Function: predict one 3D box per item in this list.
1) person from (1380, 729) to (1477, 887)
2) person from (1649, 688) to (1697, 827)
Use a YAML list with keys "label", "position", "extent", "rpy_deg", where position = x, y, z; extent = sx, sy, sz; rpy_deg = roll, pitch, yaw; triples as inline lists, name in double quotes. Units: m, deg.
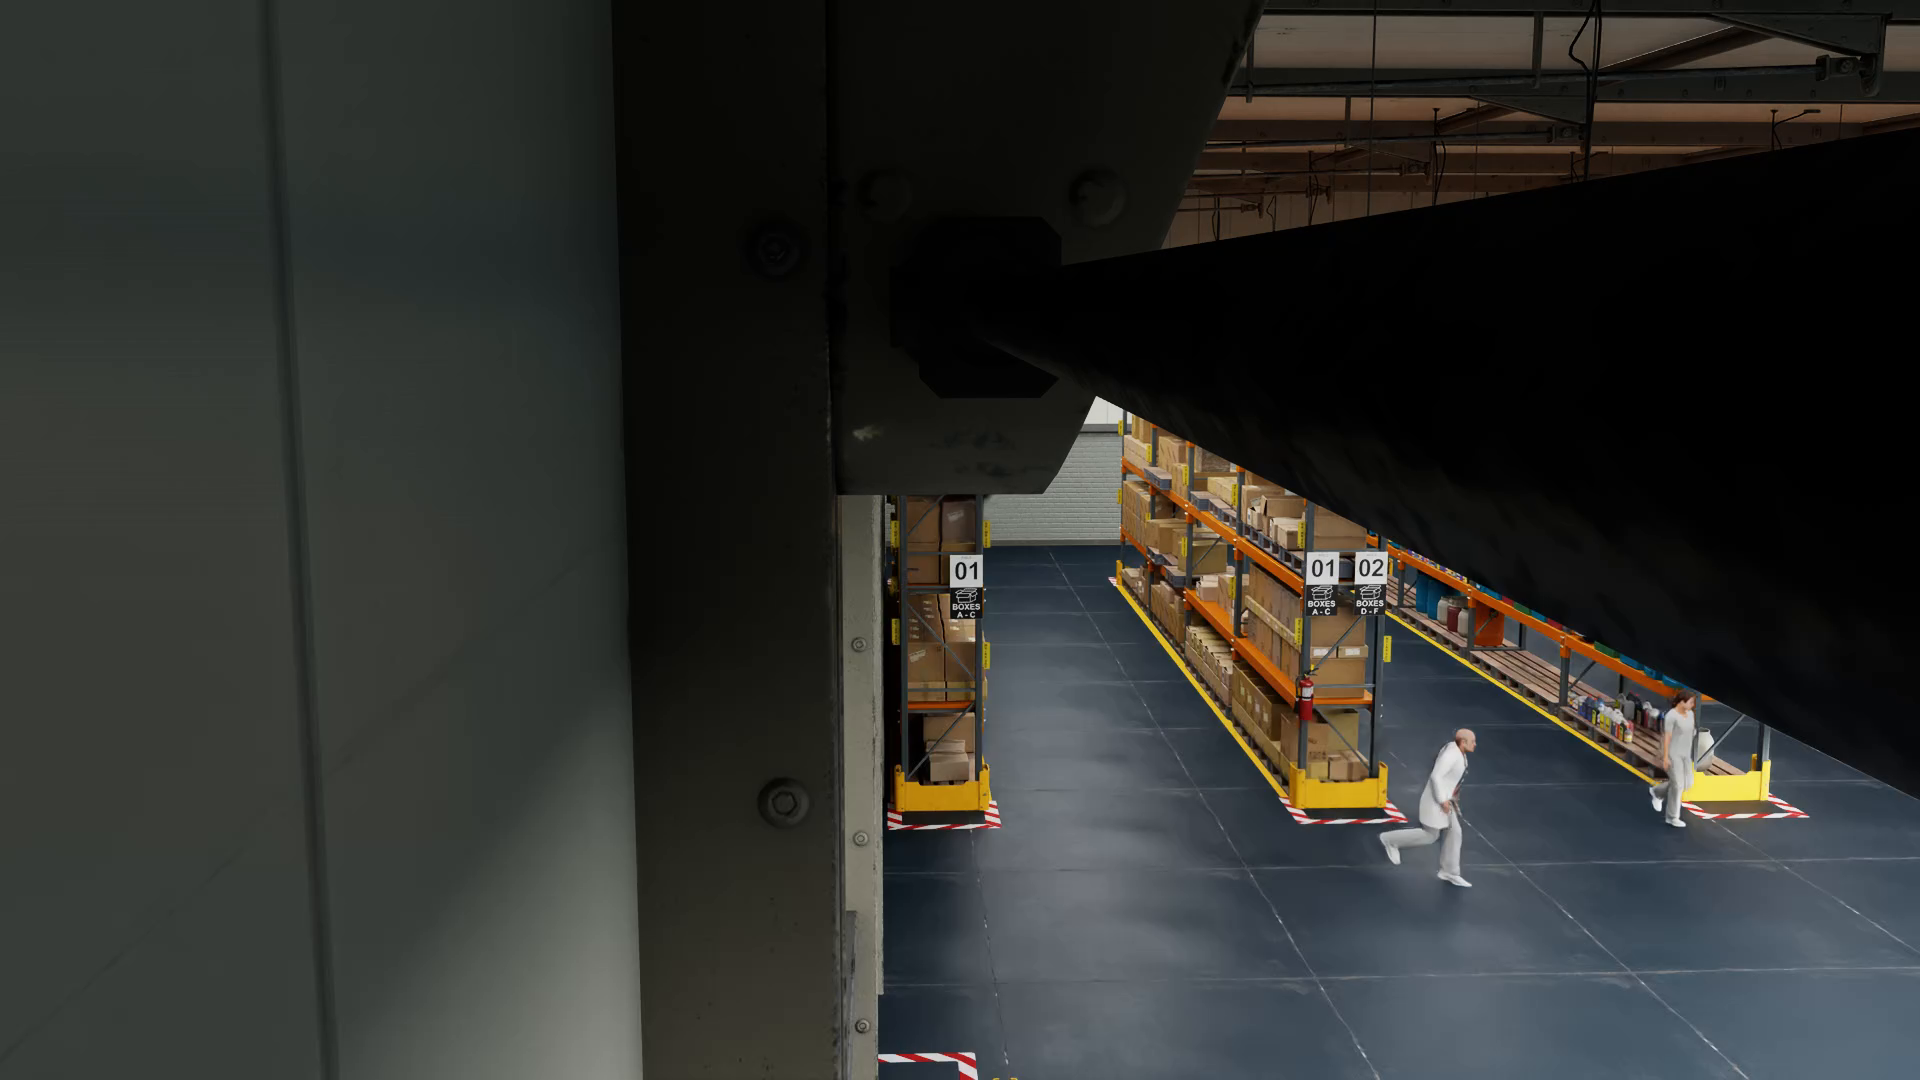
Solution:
- label: "person"
  position: [5.086, 2.862, 18.064]
  extent: [0.990, 1.740, 0.724]
  rpy_deg: [3, 9, 20]
- label: "person"
  position: [8.563, 2.566, 19.994]
  extent: [0.523, 1.646, 0.687]
  rpy_deg: [-4, 9, -26]
